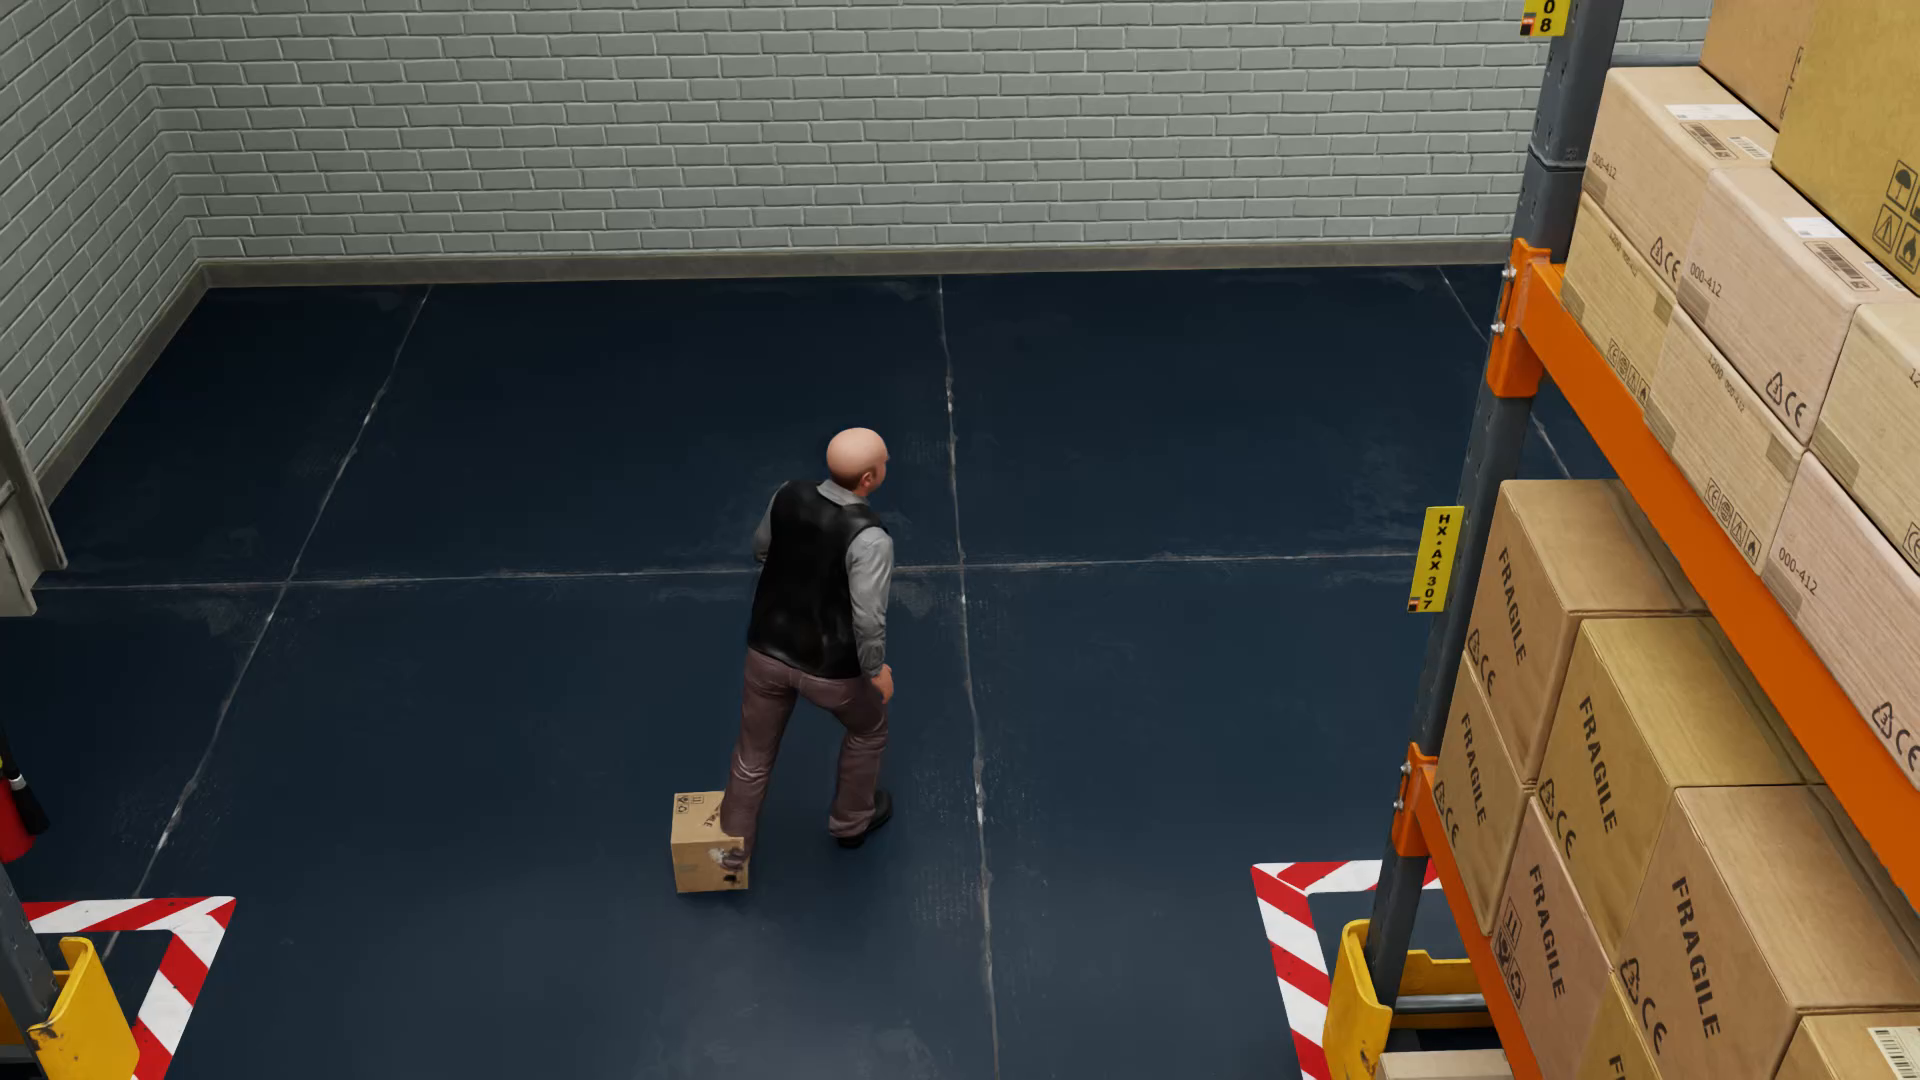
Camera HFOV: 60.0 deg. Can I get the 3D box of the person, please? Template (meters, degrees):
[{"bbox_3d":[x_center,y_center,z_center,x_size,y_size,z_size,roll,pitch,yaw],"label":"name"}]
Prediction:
[{"bbox_3d":[-0.504,0.385,5.677,0.701,1.656,0.866,15,38,20],"label":"person"}]
